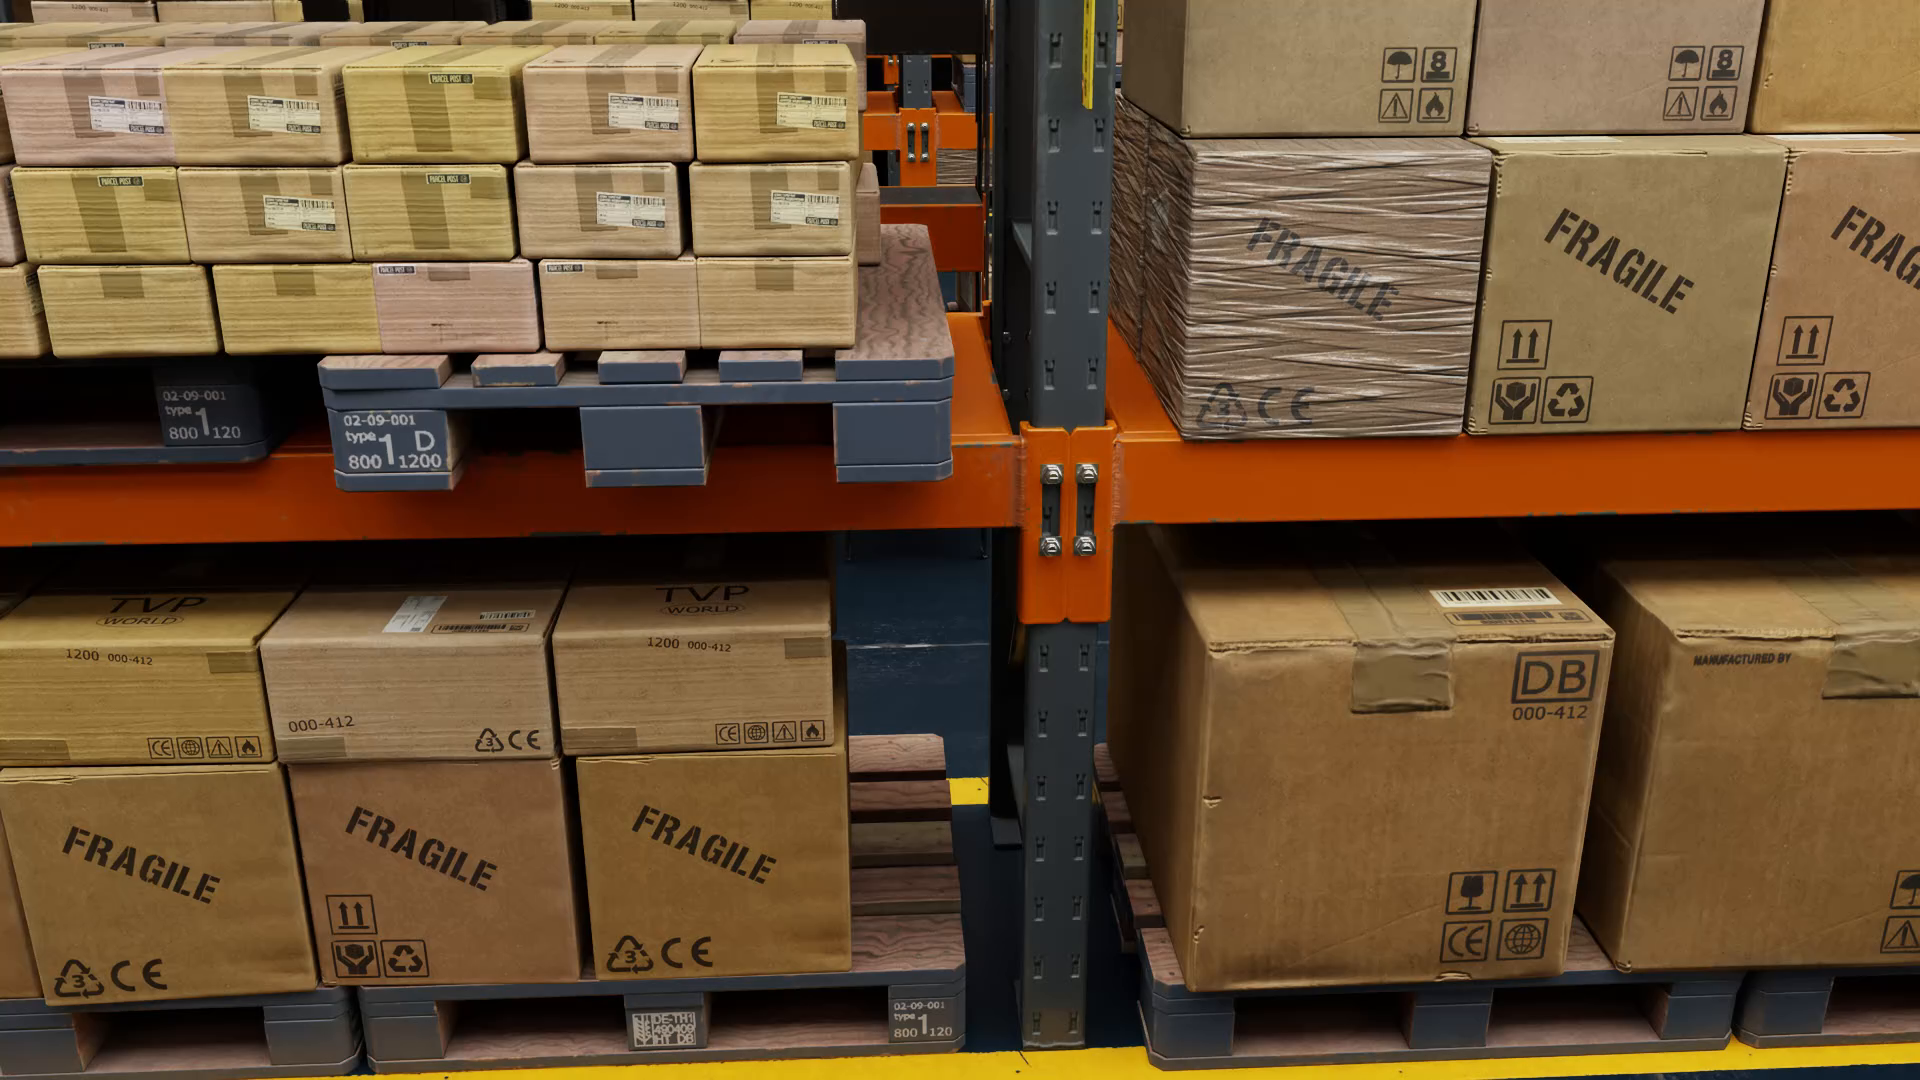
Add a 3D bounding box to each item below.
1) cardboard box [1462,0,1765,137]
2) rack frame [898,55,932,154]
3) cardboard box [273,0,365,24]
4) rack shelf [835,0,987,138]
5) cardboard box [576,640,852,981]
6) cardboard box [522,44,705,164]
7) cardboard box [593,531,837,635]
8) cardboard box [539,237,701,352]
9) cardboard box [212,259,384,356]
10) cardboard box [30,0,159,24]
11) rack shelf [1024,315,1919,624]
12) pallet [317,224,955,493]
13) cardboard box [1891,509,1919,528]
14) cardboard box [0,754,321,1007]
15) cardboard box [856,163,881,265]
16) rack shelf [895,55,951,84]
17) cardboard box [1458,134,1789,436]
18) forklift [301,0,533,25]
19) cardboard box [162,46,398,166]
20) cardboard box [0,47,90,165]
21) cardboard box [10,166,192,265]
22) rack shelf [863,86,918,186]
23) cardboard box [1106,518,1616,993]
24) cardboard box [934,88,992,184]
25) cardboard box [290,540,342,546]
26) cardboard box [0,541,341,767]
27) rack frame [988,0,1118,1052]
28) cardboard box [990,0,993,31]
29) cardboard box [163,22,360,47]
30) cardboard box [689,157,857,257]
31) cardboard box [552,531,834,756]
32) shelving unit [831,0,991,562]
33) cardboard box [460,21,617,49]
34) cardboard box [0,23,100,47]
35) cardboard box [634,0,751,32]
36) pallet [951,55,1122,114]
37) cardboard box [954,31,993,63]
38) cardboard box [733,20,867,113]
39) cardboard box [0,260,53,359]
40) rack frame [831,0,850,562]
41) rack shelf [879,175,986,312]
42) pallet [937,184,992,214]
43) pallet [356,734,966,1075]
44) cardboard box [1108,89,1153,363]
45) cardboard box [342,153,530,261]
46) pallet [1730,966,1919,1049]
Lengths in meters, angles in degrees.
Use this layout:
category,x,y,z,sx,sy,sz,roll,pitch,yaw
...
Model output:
category,x,y,z,sx,sy,sz,roll,pitch,yaw
cardboard box,1.117,-1.069,3.168,0.500,0.500,0.700,-1,21,-4
rack frame,-0.220,-2.295,7.933,0.127,3.000,1.000,-1,21,-3
cardboard box,-2.734,-2.308,7.474,0.500,0.250,0.500,-1,21,-2
rack shelf,-0.165,-1.619,5.494,0.480,0.518,0.431,-1,21,-3
cardboard box,-0.479,0.539,3.411,0.500,0.500,0.500,-1,21,-3
cardboard box,-0.551,-0.719,2.719,0.250,0.149,0.380,-1,21,-4
cardboard box,-0.539,0.011,3.746,0.500,0.250,0.500,-2,21,-6
cardboard box,-0.551,-0.440,2.824,0.250,0.149,0.380,-1,21,-3
cardboard box,-1.057,-0.431,2.800,0.250,0.149,0.380,-1,21,-4
cardboard box,-3.758,-2.286,7.418,0.500,0.250,0.500,-2,21,-5
rack shelf,2.160,-0.243,3.555,4.000,0.370,1.077,-1,21,-3
pallet,-0.542,-0.397,3.217,1.003,0.211,1.213,-1,21,-3
cardboard box,2.579,0.298,3.694,0.750,0.750,1.050,-1,21,-3
cardboard box,-1.524,0.565,3.344,0.500,0.500,0.500,-2,21,-5
cardboard box,-0.295,-0.680,3.455,0.250,0.149,0.380,-1,21,-4
rack shelf,1.490,-3.763,12.799,4.000,0.370,1.077,-1,21,-3
cardboard box,1.135,-0.510,3.104,0.500,0.500,0.500,-1,21,-4
forklift,-2.138,-1.299,5.413,3.031,2.935,1.130,-2,21,-5
cardboard box,-1.078,-0.706,2.688,0.250,0.149,0.380,-1,21,-1
cardboard box,-1.591,-0.697,2.664,0.250,0.149,0.380,0,21,0
cardboard box,-1.331,-0.563,2.730,0.250,0.149,0.380,-1,21,-3
rack shelf,-2.217,-1.918,7.955,4.000,0.370,1.077,-1,21,-3
cardboard box,0.777,0.336,3.594,0.750,0.750,1.050,-1,21,-4
cardboard box,0.116,-3.153,12.933,0.625,0.625,0.875,-1,21,-1
cardboard box,-1.540,0.027,3.704,0.500,0.250,0.500,-1,21,-3
cardboard box,-1.516,0.209,3.226,0.500,0.250,0.500,-1,21,-2
rack frame,0.164,-0.539,3.320,0.127,3.000,1.000,-1,21,-3
cardboard box,0.243,-2.604,7.596,0.500,0.500,0.500,-2,21,-5
cardboard box,-1.357,-0.934,3.285,0.250,0.149,0.380,0,21,-1
cardboard box,-0.304,-0.585,2.786,0.250,0.149,0.380,-1,21,-2
cardboard box,-0.504,0.190,3.276,0.500,0.250,0.500,-2,21,-4
shelving unit,-0.165,-0.978,5.739,0.503,2.100,0.431,-1,21,-3
cardboard box,-0.822,-0.945,3.315,0.250,0.149,0.380,-1,21,-3
cardboard box,-1.870,-0.924,3.259,0.250,0.149,0.380,-1,21,-4
cardboard box,-1.201,-2.347,7.577,0.500,0.250,0.500,-2,21,-4
pallet,0.485,-2.258,8.105,1.003,0.211,1.213,-1,21,-3
cardboard box,0.115,-2.315,7.747,0.250,0.149,0.380,-2,21,-6
cardboard box,-0.313,-0.955,3.340,0.250,0.149,0.380,-1,21,-3
cardboard box,-1.584,-0.420,2.772,0.250,0.149,0.380,-1,21,-1
rack frame,-0.409,-0.973,5.726,0.015,2.100,0.400,-1,21,-3
rack shelf,-0.165,-0.965,5.743,0.480,0.518,0.431,-1,21,-3
pallet,0.317,-2.758,13.068,1.213,0.211,1.003,-1,21,-3
pallet,-0.617,0.780,3.776,1.213,0.211,1.003,-1,21,-3
cardboard box,0.598,-0.690,3.577,0.500,0.500,0.500,-1,21,-3
cardboard box,-0.833,-0.573,2.754,0.250,0.149,0.380,-1,21,-2
pallet,2.170,0.751,3.850,1.213,0.211,1.003,-1,21,-3
